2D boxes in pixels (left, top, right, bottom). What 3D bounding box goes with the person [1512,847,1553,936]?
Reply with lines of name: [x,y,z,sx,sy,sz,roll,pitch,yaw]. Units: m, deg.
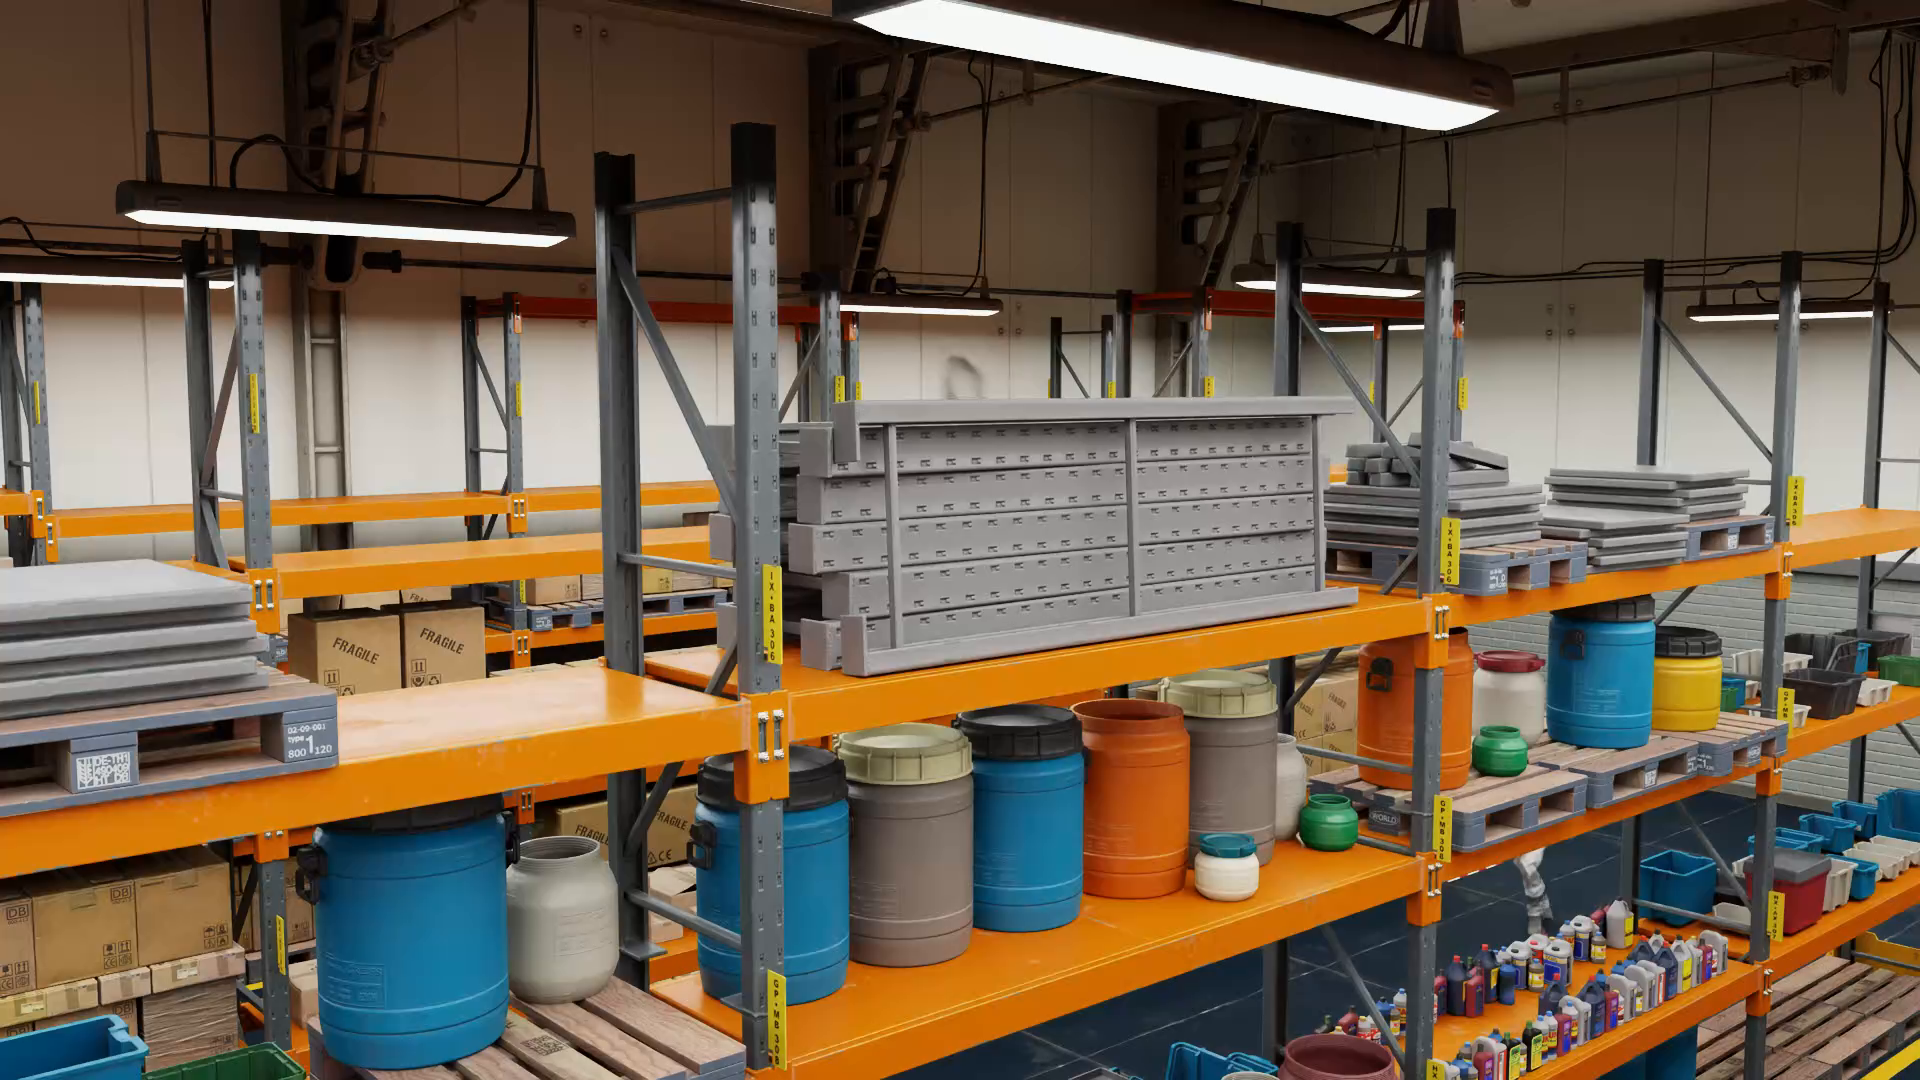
person: [5.349,2.783,15.795,0.682,1.759,0.724,4,7,34]
